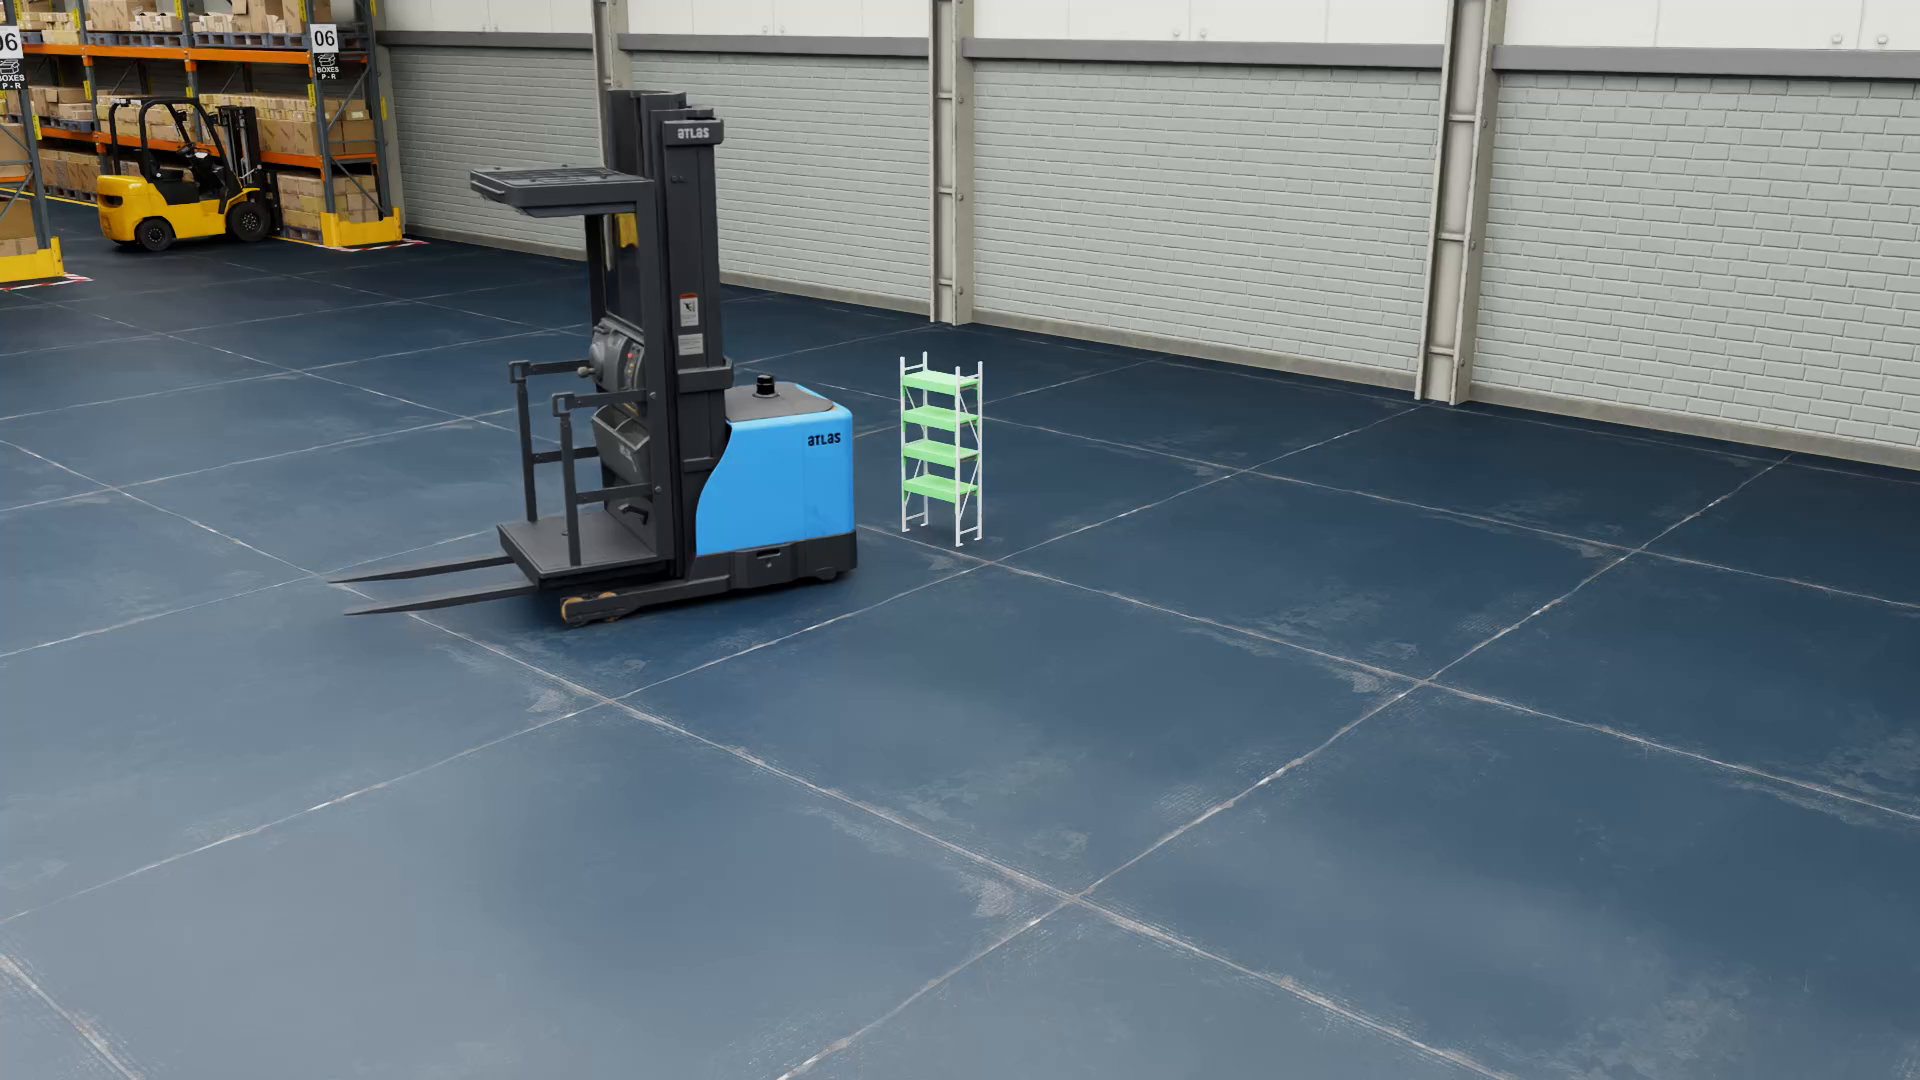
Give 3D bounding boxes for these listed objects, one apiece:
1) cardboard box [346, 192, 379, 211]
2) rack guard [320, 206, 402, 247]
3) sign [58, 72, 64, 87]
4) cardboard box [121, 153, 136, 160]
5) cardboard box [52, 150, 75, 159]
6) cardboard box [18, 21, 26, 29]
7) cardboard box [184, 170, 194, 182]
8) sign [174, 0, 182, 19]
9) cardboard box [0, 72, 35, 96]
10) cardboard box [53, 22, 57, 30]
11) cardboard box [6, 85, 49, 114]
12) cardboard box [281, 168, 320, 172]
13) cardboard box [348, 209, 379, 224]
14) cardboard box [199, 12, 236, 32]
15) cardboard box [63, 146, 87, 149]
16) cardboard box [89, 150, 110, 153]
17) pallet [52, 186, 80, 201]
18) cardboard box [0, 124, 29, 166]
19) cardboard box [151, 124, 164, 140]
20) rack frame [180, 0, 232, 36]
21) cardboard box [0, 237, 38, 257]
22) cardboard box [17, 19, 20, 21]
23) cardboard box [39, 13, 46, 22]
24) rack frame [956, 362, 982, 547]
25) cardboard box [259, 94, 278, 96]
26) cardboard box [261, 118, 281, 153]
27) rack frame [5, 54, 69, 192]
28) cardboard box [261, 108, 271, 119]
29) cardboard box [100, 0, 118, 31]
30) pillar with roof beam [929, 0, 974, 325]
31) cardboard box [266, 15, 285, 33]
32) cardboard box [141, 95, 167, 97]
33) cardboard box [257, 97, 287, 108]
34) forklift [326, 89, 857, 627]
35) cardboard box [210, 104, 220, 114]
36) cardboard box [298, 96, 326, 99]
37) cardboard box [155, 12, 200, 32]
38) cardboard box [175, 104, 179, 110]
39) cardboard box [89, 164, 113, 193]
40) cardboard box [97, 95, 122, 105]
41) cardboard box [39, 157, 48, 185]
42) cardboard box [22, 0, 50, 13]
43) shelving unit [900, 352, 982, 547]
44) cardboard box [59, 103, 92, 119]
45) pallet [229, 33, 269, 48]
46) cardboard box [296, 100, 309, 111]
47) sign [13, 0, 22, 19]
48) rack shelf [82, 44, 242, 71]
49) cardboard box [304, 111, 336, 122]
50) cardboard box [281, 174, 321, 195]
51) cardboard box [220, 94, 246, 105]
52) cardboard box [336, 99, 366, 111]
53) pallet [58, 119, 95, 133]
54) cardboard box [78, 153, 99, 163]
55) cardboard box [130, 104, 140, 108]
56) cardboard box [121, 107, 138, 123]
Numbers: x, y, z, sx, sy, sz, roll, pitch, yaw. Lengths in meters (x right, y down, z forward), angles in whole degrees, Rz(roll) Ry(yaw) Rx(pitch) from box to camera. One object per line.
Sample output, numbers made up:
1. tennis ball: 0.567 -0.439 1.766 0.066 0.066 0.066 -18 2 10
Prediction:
1. cardboard box: -9.360 -5.255 25.735 0.500 0.250 0.500 16 23 40
2. rack guard: -9.128 -4.789 25.376 0.348 0.500 1.175 15 23 39
3. sign: -17.755 -9.073 32.828 0.005 0.325 0.100 15 23 39
4. cardboard box: -15.313 -7.085 30.843 0.250 0.149 0.380 17 24 42
5. cardboard box: -17.011 -7.333 31.624 0.250 0.149 0.380 16 24 41
6. cardboard box: -17.212 -9.545 30.827 0.250 0.149 0.380 16 23 41
7. cardboard box: -12.535 -5.959 28.162 0.625 0.625 0.875 16 24 42
8. sign: -12.490 -8.490 26.571 0.005 0.325 0.100 15 23 39
9. cardboard box: -19.058 -9.182 33.601 0.500 0.500 0.500 14 23 38
10. cardboard box: -16.283 -9.373 30.318 0.250 0.149 0.380 15 23 40
11. cardboard box: -17.908 -8.495 32.061 0.500 0.500 0.700 16 23 41
12. cardboard box: -10.501 -5.798 26.620 0.500 0.250 0.500 14 23 38
13. cardboard box: -9.383 -5.018 25.816 0.500 0.250 0.500 15 23 39
14. cardboard box: -11.677 -8.202 26.325 0.500 0.311 0.500 16 23 40
15. cardboard box: -17.267 -7.606 32.484 0.250 0.149 0.380 15 23 40
16. cardboard box: -16.315 -7.332 31.623 0.250 0.149 0.380 15 23 40
17. pallet: -16.571 -6.666 31.768 1.213 0.211 1.003 15 23 39
18. cardboard box: -12.608 -5.209 21.909 0.500 0.500 0.500 15 23 38
19. cardboard box: -13.419 -6.965 28.349 0.500 0.250 0.500 15 23 40
20. rack frame: -12.138 -9.648 26.636 0.127 3.000 1.000 15 23 39
21. cardboard box: -12.857 -3.976 22.532 0.500 0.250 0.500 15 23 39
22. cardboard box: -17.340 -9.754 30.991 0.250 0.149 0.380 15 23 40
23. cardboard box: -16.553 -9.544 30.366 0.250 0.149 0.380 15 23 39
24. rack frame: 0.059 -0.556 10.881 0.015 1.200 0.240 15 23 39
25. cardboard box: -11.102 -7.146 26.939 0.250 0.149 0.380 14 23 38
26. cardboard box: -10.454 -6.282 25.781 0.500 0.500 0.500 14 23 38
27. rack frame: -18.121 -8.395 32.605 0.127 3.000 1.000 15 23 39
28. cardboard box: -10.567 -6.601 25.714 0.250 0.149 0.380 15 23 40
29. cardboard box: -14.305 -9.038 28.647 0.500 0.500 0.700 14 23 38
30. pillar with roof beam: -2.950 -5.805 14.528 0.400 9.000 9.100 15 23 39
31. cardboard box: -10.157 -7.748 24.969 0.258 0.266 0.396 15 23 39
32. cardboard box: -14.329 -7.836 29.606 0.250 0.149 0.380 15 23 39
33. cardboard box: -10.705 -6.815 25.898 0.250 0.149 0.380 15 23 40
34. forklift: -2.187 -1.082 9.675 3.031 2.935 1.130 -9 20 -26
35. cardboard box: -11.879 -6.970 26.879 0.250 0.149 0.380 16 23 41
36. cardboard box: -10.155 -6.885 26.119 0.250 0.149 0.380 14 23 38
37. cardboard box: -12.841 -8.514 27.309 0.500 0.311 0.500 14 22 38
38. cardboard box: -12.893 -7.273 27.831 0.250 0.149 0.380 15 23 39
39. cardboard box: -15.588 -6.637 30.503 0.500 0.500 0.500 16 24 41
40. cardboard box: -15.086 -7.818 29.550 0.250 0.149 0.380 16 24 41
41. cardboard box: -17.504 -7.151 32.123 0.500 0.500 0.500 15 23 39
42. cardboard box: -17.627 -10.200 31.715 0.258 0.266 0.396 15 23 39
43. shelving unit: -0.124 -0.605 11.035 0.503 1.200 0.258 15 23 39
44. cardboard box: -16.133 -7.859 30.470 0.500 0.250 0.500 14 22 37
45. pallet: -10.574 -7.766 25.810 1.213 0.211 1.003 15 23 39
46. cardboard box: -9.759 -6.551 25.065 0.250 0.149 0.380 15 23 39
47. sign: -12.078 -6.831 21.273 0.005 0.325 0.100 15 23 39
48. rack shelf: -13.633 -8.277 28.464 4.000 0.370 1.077 15 23 39
49. cardboard box: -9.591 -6.349 24.919 0.250 0.149 0.380 15 23 40
50. cardboard box: -10.083 -5.475 25.602 0.500 0.250 0.500 16 23 40
51. cardboard box: -11.644 -7.075 26.716 0.250 0.149 0.380 14 23 38
52. cardboard box: -9.255 -6.600 25.220 0.250 0.149 0.380 14 23 38
53. pallet: -15.683 -7.621 30.482 1.003 0.211 1.213 15 23 39
54. cardboard box: -16.059 -7.062 30.771 0.250 0.149 0.380 14 22 37
55. cardboard box: -14.114 -7.561 28.741 0.250 0.149 0.380 16 23 40
56. cardboard box: -14.206 -7.404 28.905 0.500 0.250 0.500 14 23 38
